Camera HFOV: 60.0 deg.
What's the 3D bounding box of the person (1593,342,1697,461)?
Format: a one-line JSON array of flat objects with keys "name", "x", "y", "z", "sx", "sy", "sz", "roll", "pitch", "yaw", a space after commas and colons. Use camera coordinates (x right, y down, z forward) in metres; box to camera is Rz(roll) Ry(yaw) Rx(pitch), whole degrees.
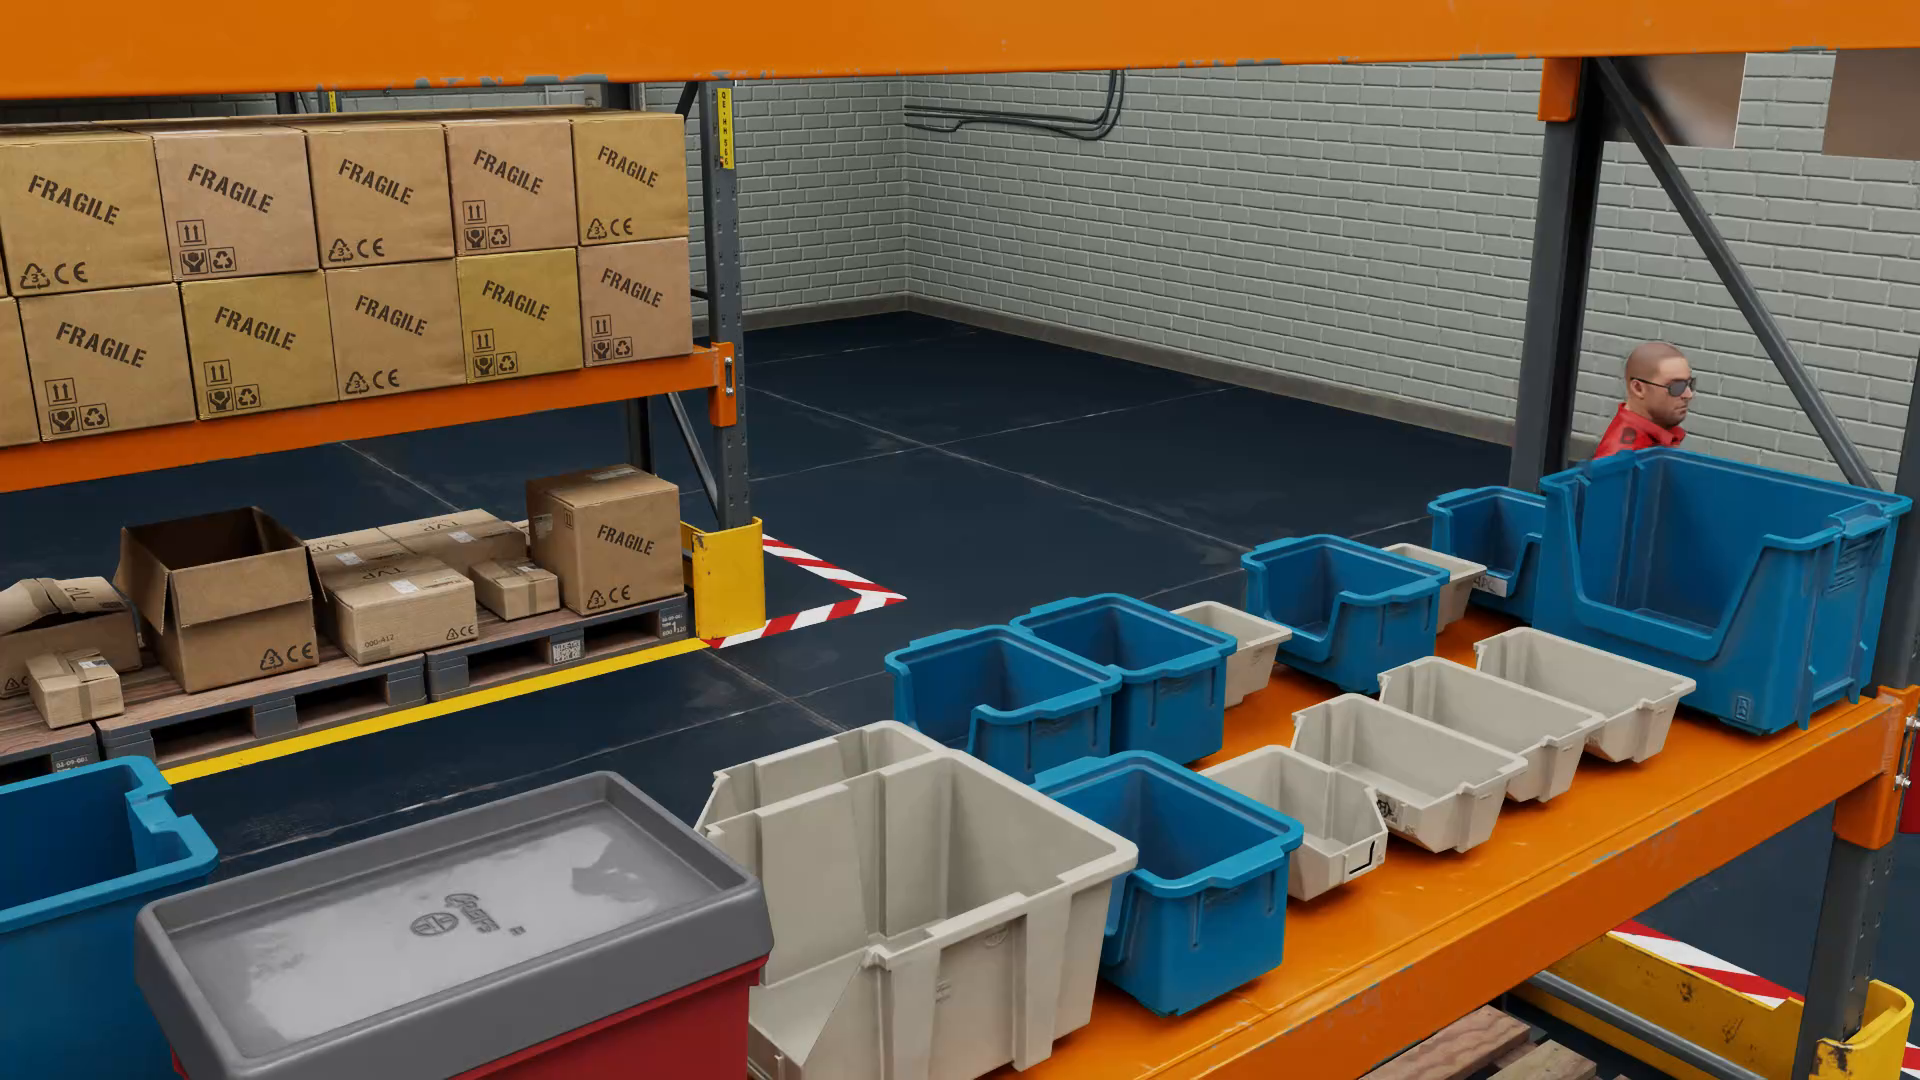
[{"name": "person", "x": 2.122, "y": 0.222, "z": 5.313, "sx": 0.490, "sy": 1.731, "sz": 0.590, "roll": 7, "pitch": 19, "yaw": 20}]
